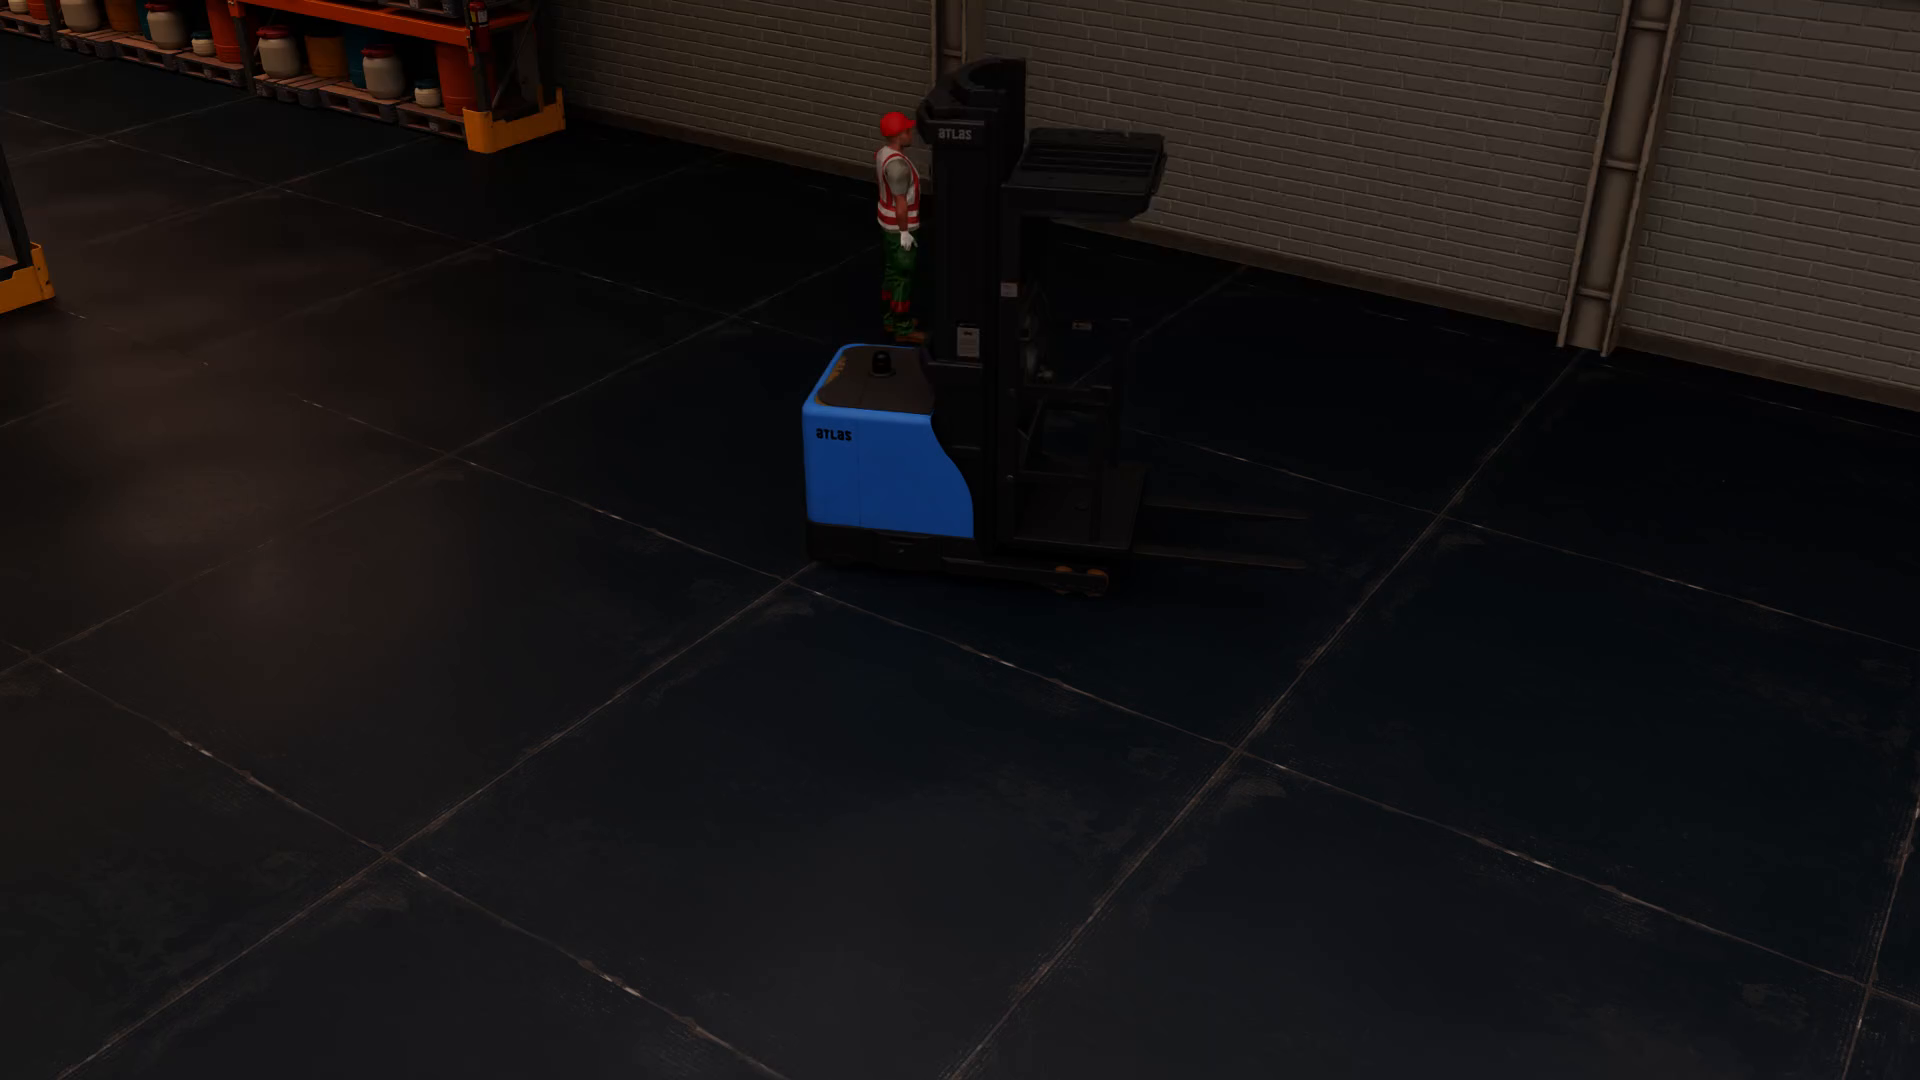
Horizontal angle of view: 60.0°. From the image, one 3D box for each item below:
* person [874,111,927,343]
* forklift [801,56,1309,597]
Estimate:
[{"bbox_3d":[-0.452,-2.436,12.913,0.362,1.796,0.528,-9,31,-15],"label":"person"},{"bbox_3d":[0.621,-1.217,9.677,3.031,2.935,1.130,6,31,9],"label":"forklift"}]
